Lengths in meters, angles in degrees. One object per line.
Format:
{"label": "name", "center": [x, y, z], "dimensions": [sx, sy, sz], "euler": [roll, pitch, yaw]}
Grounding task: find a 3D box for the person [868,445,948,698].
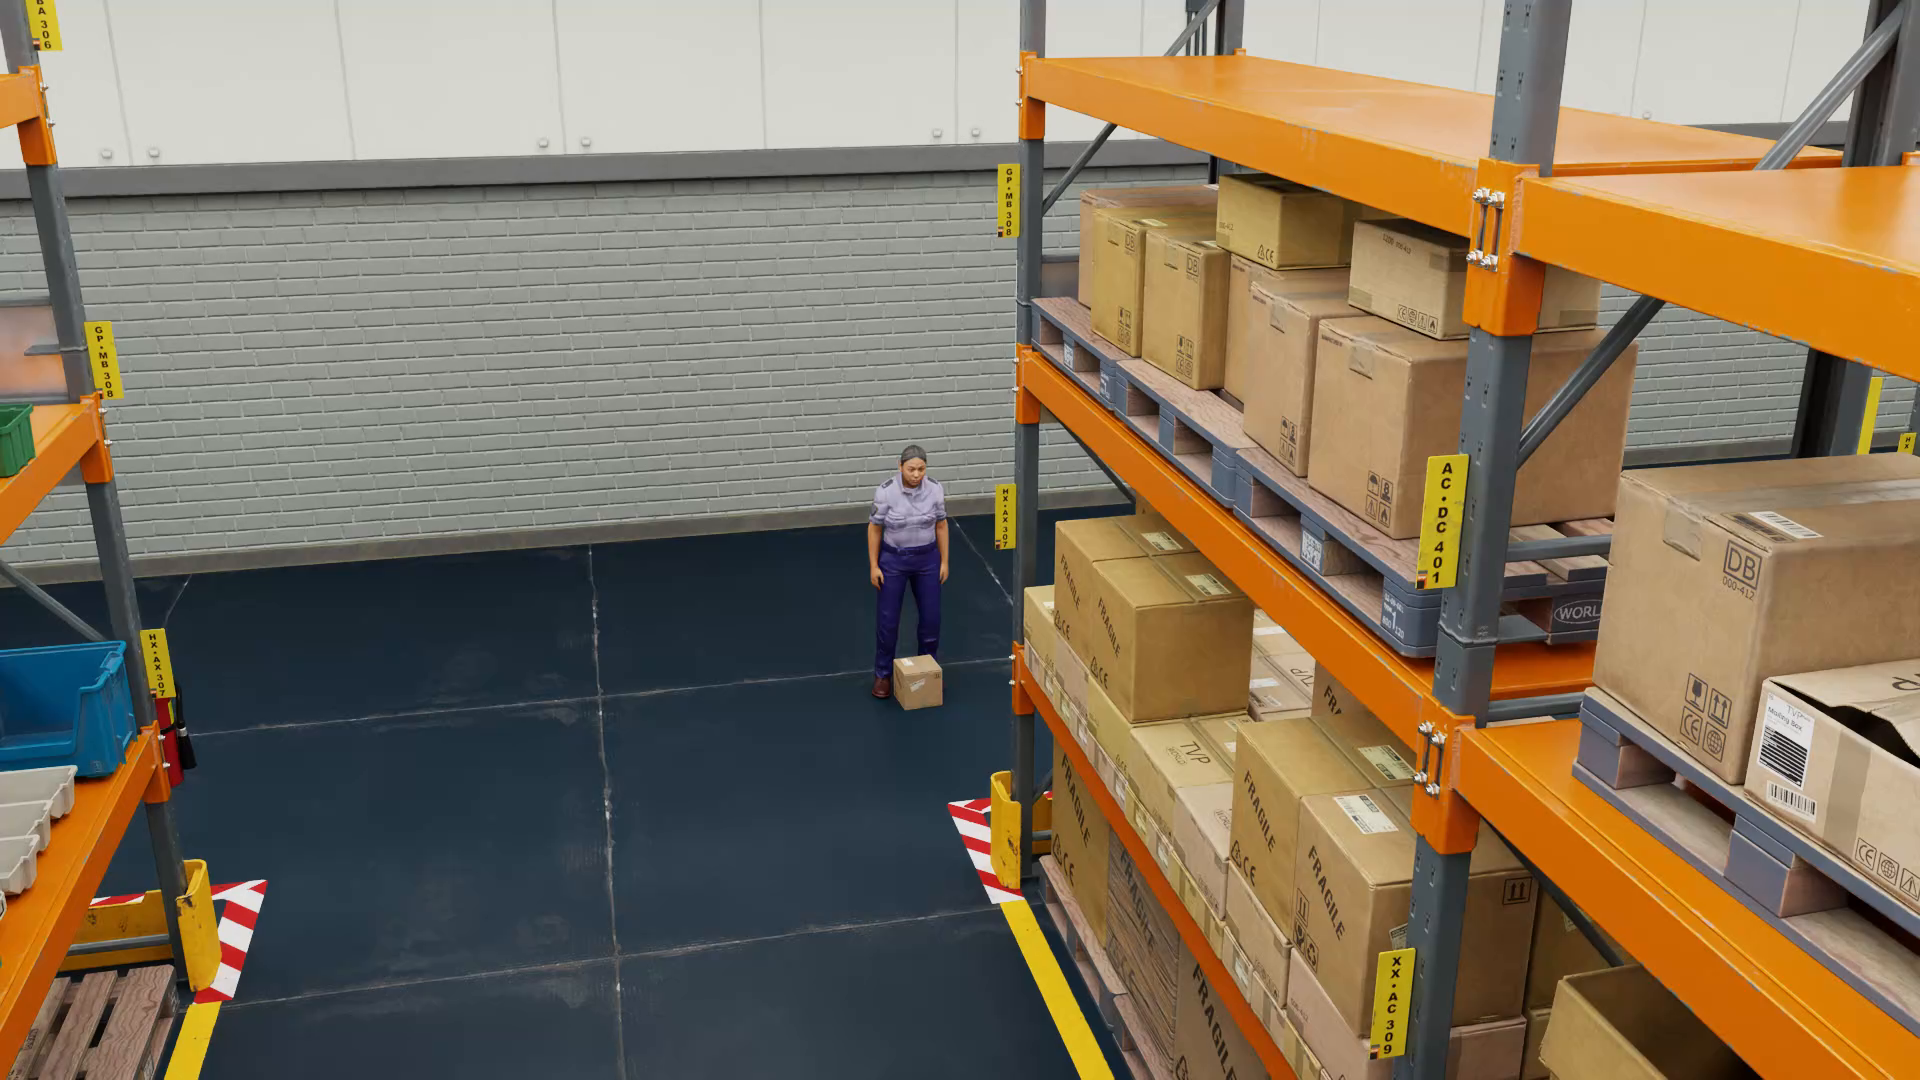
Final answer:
{"label": "person", "center": [-0.329, 0.171, 10.608], "dimensions": [0.537, 1.651, 0.373], "euler": [-5, 20, -13]}
